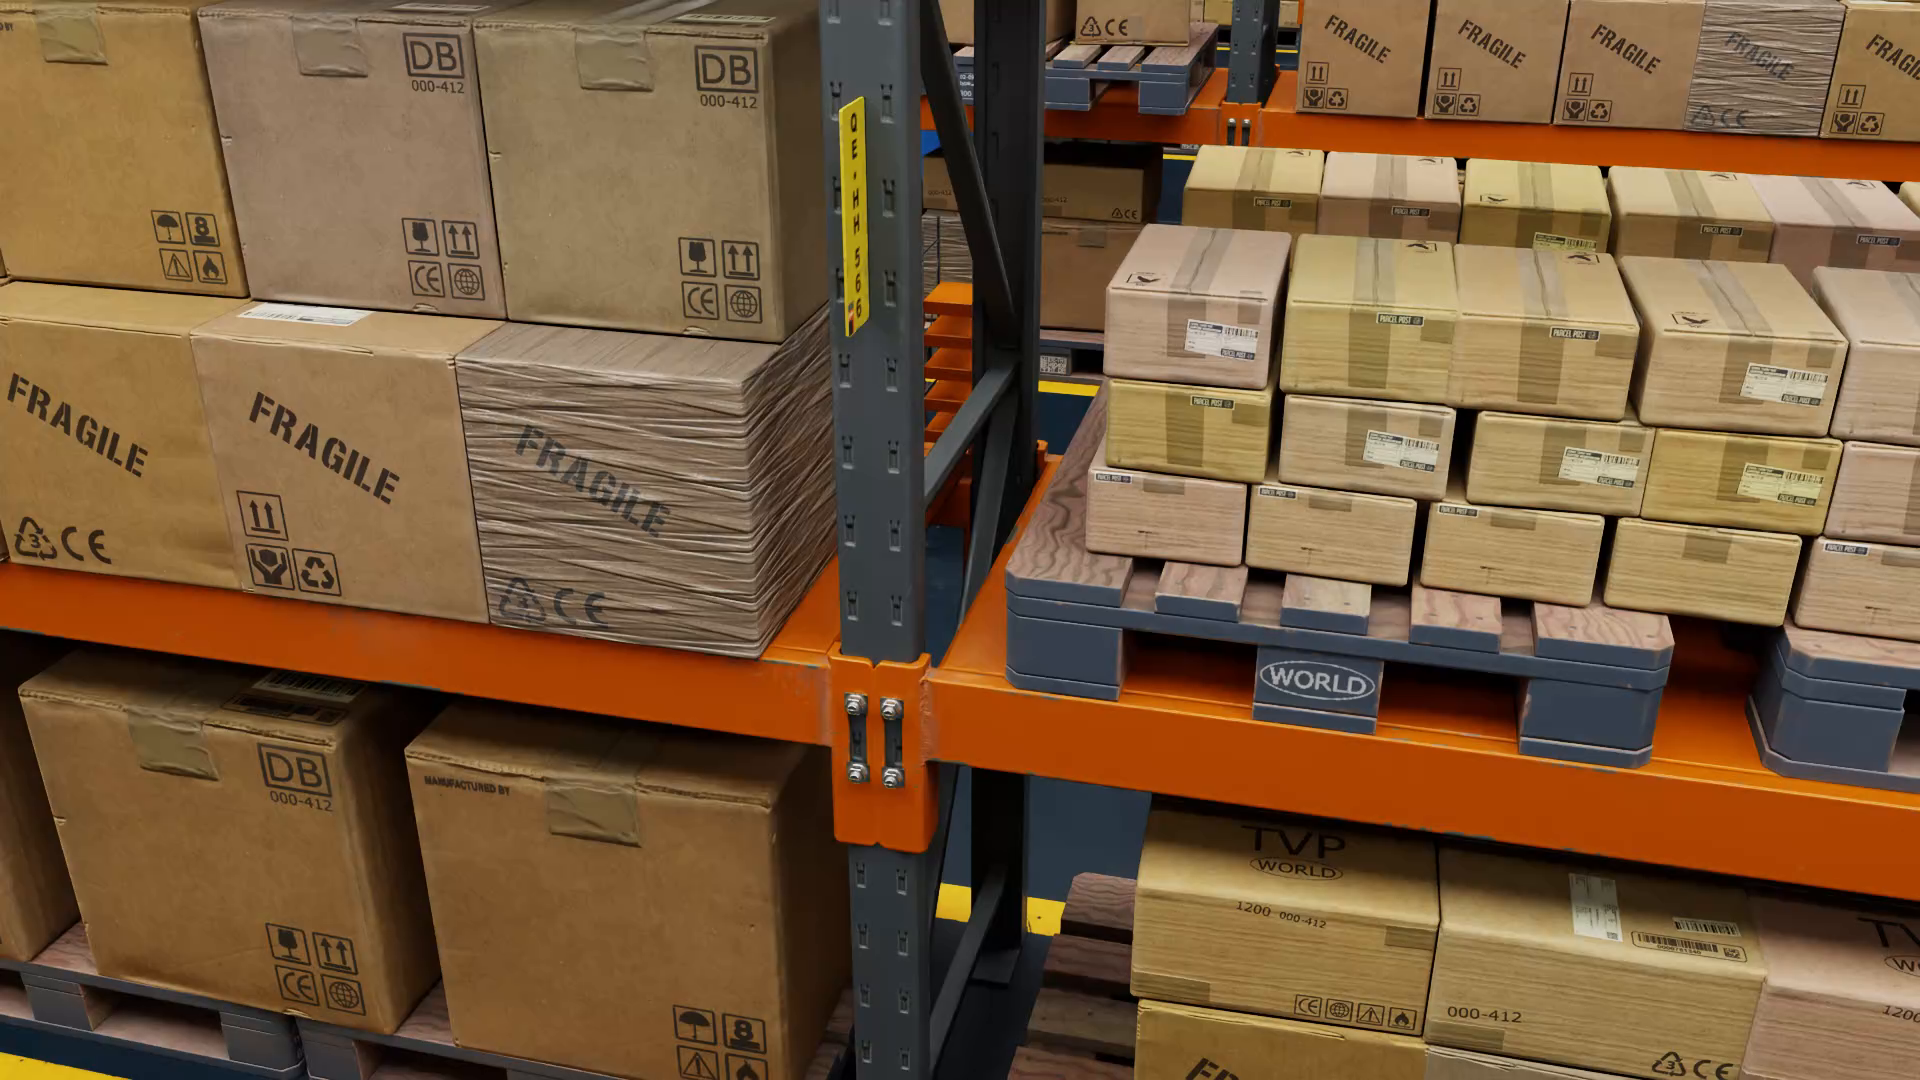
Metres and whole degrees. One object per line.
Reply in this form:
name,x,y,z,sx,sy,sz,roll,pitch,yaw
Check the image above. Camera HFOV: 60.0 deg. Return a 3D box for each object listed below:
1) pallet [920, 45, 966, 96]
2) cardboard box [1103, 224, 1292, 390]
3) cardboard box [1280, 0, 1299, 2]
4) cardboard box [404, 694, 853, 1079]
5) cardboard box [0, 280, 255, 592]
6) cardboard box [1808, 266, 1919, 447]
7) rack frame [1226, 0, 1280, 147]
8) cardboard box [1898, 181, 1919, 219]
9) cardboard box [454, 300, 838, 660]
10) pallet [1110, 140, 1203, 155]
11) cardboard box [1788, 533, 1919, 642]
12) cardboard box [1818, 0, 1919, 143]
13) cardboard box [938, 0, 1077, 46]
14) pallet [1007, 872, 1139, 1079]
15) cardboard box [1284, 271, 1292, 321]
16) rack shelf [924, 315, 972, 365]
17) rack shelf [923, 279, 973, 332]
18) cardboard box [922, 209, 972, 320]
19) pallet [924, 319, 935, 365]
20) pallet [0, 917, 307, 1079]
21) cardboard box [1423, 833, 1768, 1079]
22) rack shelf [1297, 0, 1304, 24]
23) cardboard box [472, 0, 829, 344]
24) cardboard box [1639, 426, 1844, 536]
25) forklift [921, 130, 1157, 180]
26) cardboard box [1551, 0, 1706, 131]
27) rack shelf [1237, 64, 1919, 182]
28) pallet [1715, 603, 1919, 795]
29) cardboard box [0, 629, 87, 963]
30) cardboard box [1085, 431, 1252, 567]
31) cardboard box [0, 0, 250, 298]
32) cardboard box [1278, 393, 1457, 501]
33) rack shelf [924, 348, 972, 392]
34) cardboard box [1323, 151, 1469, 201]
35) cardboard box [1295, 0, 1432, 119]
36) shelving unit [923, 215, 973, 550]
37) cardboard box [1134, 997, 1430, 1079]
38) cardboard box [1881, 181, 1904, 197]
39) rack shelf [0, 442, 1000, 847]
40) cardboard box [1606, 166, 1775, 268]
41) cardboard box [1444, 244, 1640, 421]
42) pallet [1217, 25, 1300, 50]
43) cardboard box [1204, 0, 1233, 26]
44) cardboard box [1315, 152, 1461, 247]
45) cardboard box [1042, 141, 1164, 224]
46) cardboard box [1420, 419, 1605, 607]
pallet,-0.609,-2.331,7.880,1.213,0.211,1.003,6,26,13
cardboard box,0.388,-0.383,2.676,0.250,0.149,0.380,6,26,13
cardboard box,3.220,-5.501,16.373,0.500,0.311,0.500,7,26,14
cardboard box,-0.583,0.555,3.723,0.750,0.750,1.050,6,26,12
cardboard box,-1.485,-0.258,3.185,0.500,0.500,0.500,6,26,12
cardboard box,1.400,-0.271,2.441,0.250,0.149,0.380,8,26,15
rack frame,1.318,-2.223,7.429,0.127,3.000,1.000,6,26,13
cardboard box,1.825,-0.512,2.948,0.250,0.149,0.380,8,26,16
cardboard box,-0.518,-0.150,2.960,0.500,0.500,0.500,6,26,13
pallet,1.811,-3.125,12.568,1.213,0.211,1.003,6,26,13
cardboard box,1.409,0.000,2.563,0.250,0.149,0.380,7,26,15
cardboard box,3.686,-1.885,6.603,0.500,0.500,0.500,6,26,12
cardboard box,0.219,-2.517,7.442,0.500,0.500,0.700,10,27,21
pallet,0.741,1.175,3.537,1.213,0.211,1.003,6,26,13
cardboard box,0.577,-0.516,3.301,0.250,0.149,0.380,7,26,14
rack shelf,-0.014,-0.720,5.911,0.180,0.103,0.258,6,26,13
rack shelf,-0.014,-0.828,5.860,0.180,0.103,0.258,6,26,13
cardboard box,0.124,-1.410,8.119,0.500,0.500,0.700,4,26,9
pallet,-0.616,-1.179,8.482,1.213,0.211,1.003,6,26,13
pallet,-1.938,0.843,4.233,1.213,0.211,1.003,6,26,13
cardboard box,1.083,0.661,2.920,0.500,0.250,0.500,6,26,12
rack shelf,0.614,-4.174,12.365,4.000,0.370,1.077,6,26,13
cardboard box,-0.448,-0.717,2.988,0.500,0.500,0.700,6,26,13
cardboard box,1.170,-0.161,2.557,0.250,0.149,0.380,6,26,13
forklift,0.225,-3.585,10.370,1.130,2.935,3.031,21,33,37
cardboard box,2.718,-1.995,6.834,0.500,0.500,0.500,6,26,12
rack shelf,3.255,-1.684,7.134,4.000,0.370,1.077,6,26,13
pallet,1.912,0.113,2.746,1.213,0.211,1.003,6,26,13
cardboard box,-2.332,0.363,4.126,0.750,0.750,1.050,6,26,13
cardboard box,0.368,-0.113,2.801,0.250,0.149,0.380,6,26,12
cardboard box,-1.435,-0.825,3.214,0.500,0.500,0.700,6,26,12
cardboard box,0.666,-0.216,2.671,0.250,0.149,0.380,8,26,15
rack shelf,-0.014,-0.612,5.963,0.180,0.103,0.258,6,26,13
cardboard box,1.981,-1.370,7.622,0.875,0.875,1.225,5,26,11
cardboard box,1.721,-2.102,7.060,0.500,0.500,0.500,7,26,15
shelving unit,-0.014,-0.543,5.995,0.189,1.200,0.258,6,26,13
cardboard box,0.606,0.952,3.180,0.500,0.500,0.500,5,26,11
cardboard box,3.701,-1.180,7.223,0.875,0.875,1.225,5,26,11
rack shelf,-1.952,-0.058,3.719,4.000,0.370,1.077,6,26,13
cardboard box,1.329,-0.569,3.067,0.250,0.149,0.380,7,26,15
cardboard box,0.881,-0.327,2.560,0.250,0.149,0.380,6,26,13
pallet,3.001,-5.192,16.909,1.213,0.211,1.003,6,26,13
cardboard box,2.718,-5.303,16.609,0.500,0.250,0.500,6,26,12
cardboard box,0.816,-0.624,3.183,0.250,0.149,0.380,6,26,12
cardboard box,0.662,-1.691,7.835,0.500,0.250,0.500,7,26,15
cardboard box,0.889,-0.055,2.680,0.250,0.149,0.380,8,27,16
